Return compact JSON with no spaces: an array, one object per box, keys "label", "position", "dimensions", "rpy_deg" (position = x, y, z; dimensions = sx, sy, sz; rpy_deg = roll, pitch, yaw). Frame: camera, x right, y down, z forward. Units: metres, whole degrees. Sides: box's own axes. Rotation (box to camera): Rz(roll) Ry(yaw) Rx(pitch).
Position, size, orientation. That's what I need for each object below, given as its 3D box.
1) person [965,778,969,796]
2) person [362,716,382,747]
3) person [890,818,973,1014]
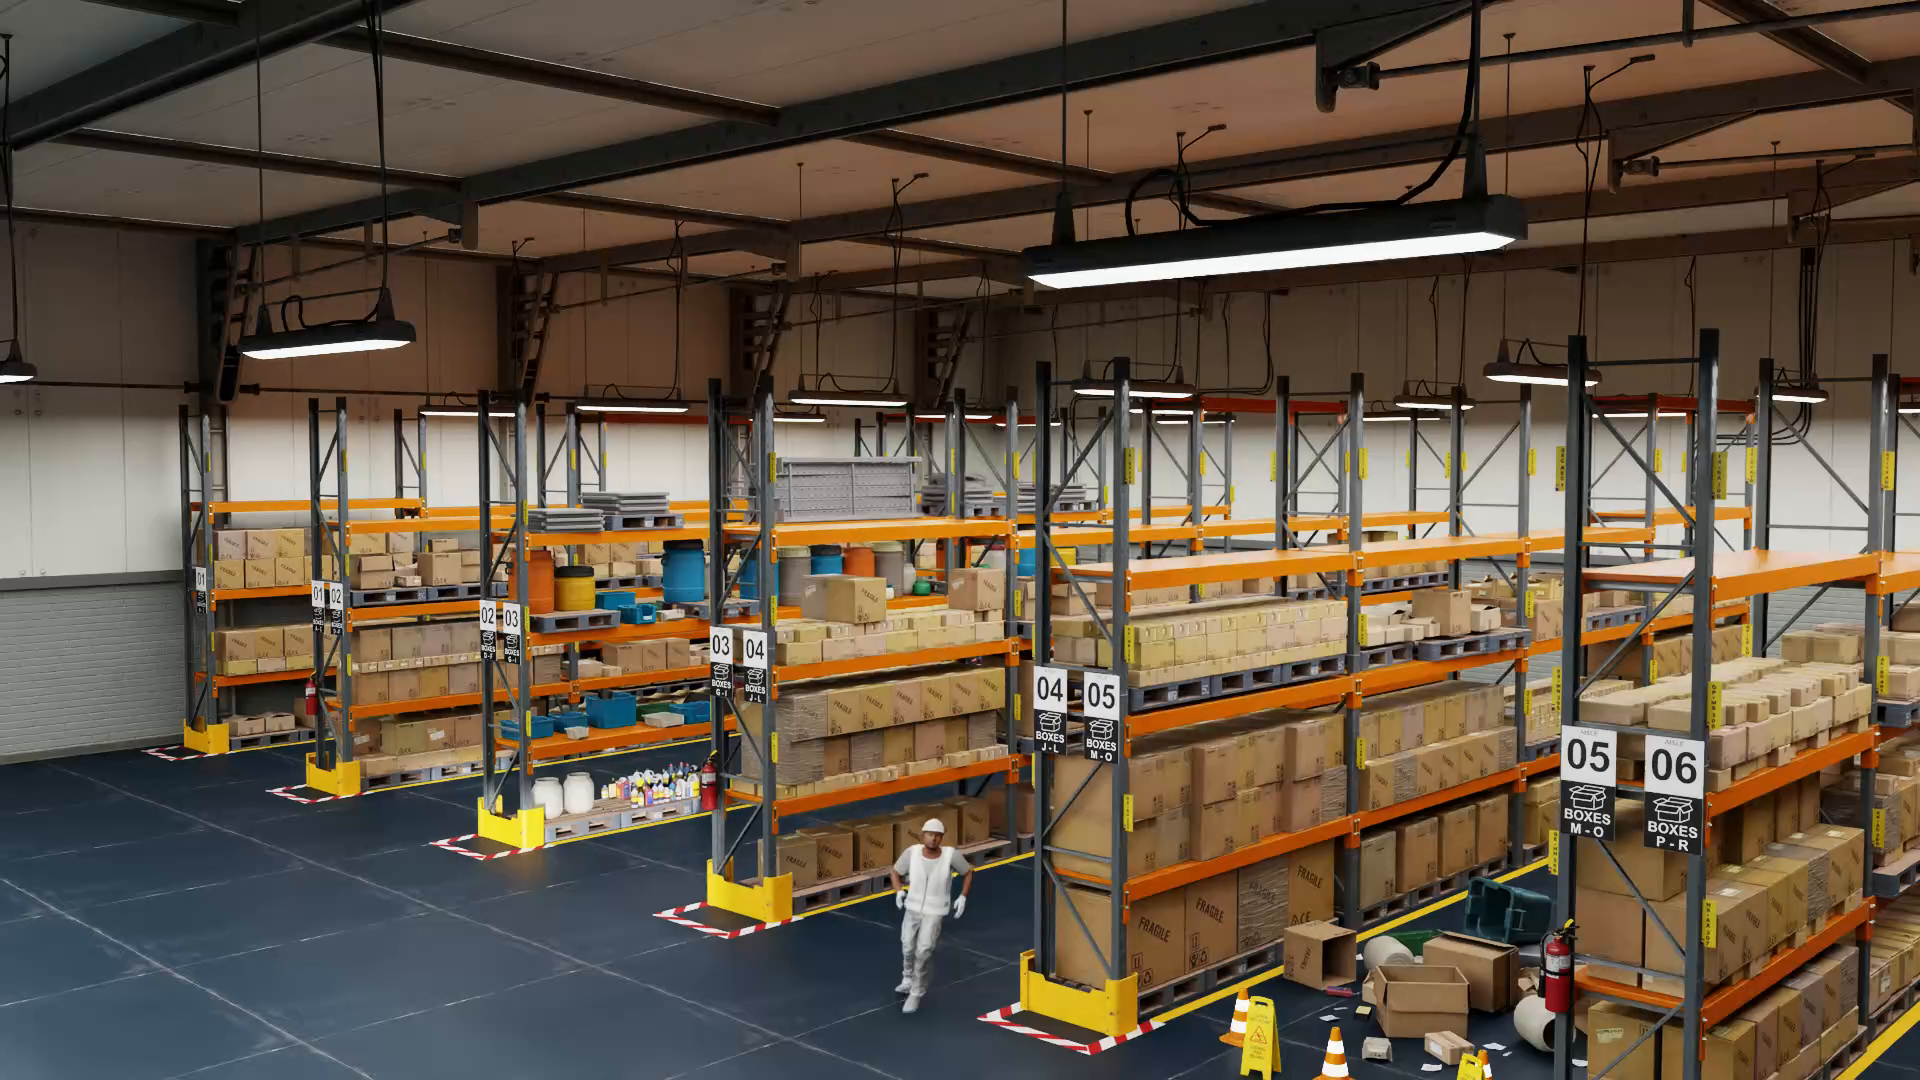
[{"label":"person","position":[0.058,3.033,24.774],"dimensions":[0.615,1.647,0.575],"rpy_deg":[2,3,30]},{"label":"person","position":[-9.916,2.843,27.638],"dimensions":[0.692,1.740,0.650],"rpy_deg":[3,4,41]},{"label":"person","position":[-0.295,3.478,15.507],"dimensions":[0.743,1.790,0.678],"rpy_deg":[1,3,15]}]
